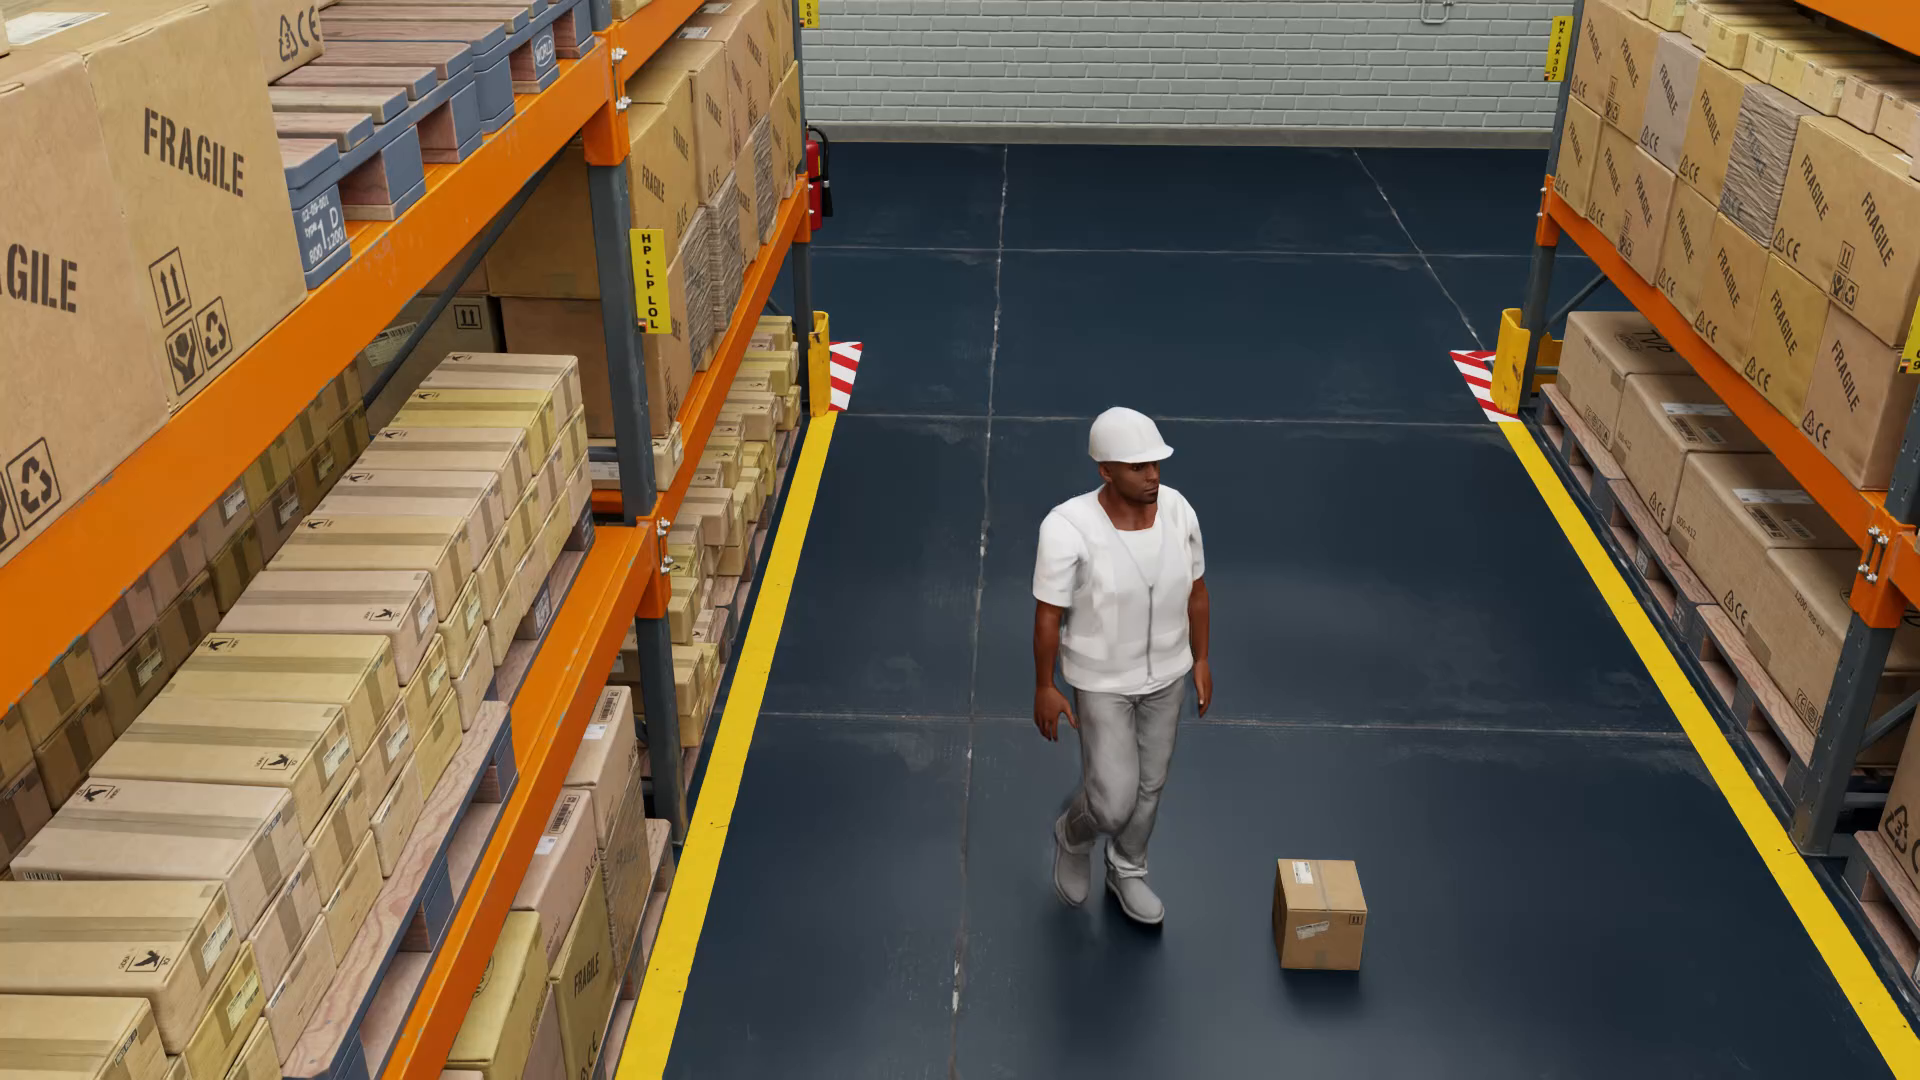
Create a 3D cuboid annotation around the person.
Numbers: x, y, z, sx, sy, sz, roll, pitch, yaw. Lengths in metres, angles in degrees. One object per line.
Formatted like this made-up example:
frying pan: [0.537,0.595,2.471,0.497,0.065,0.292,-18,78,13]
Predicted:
person: [0.539,0.438,5.225,0.607,1.759,0.468,-12,30,-22]
